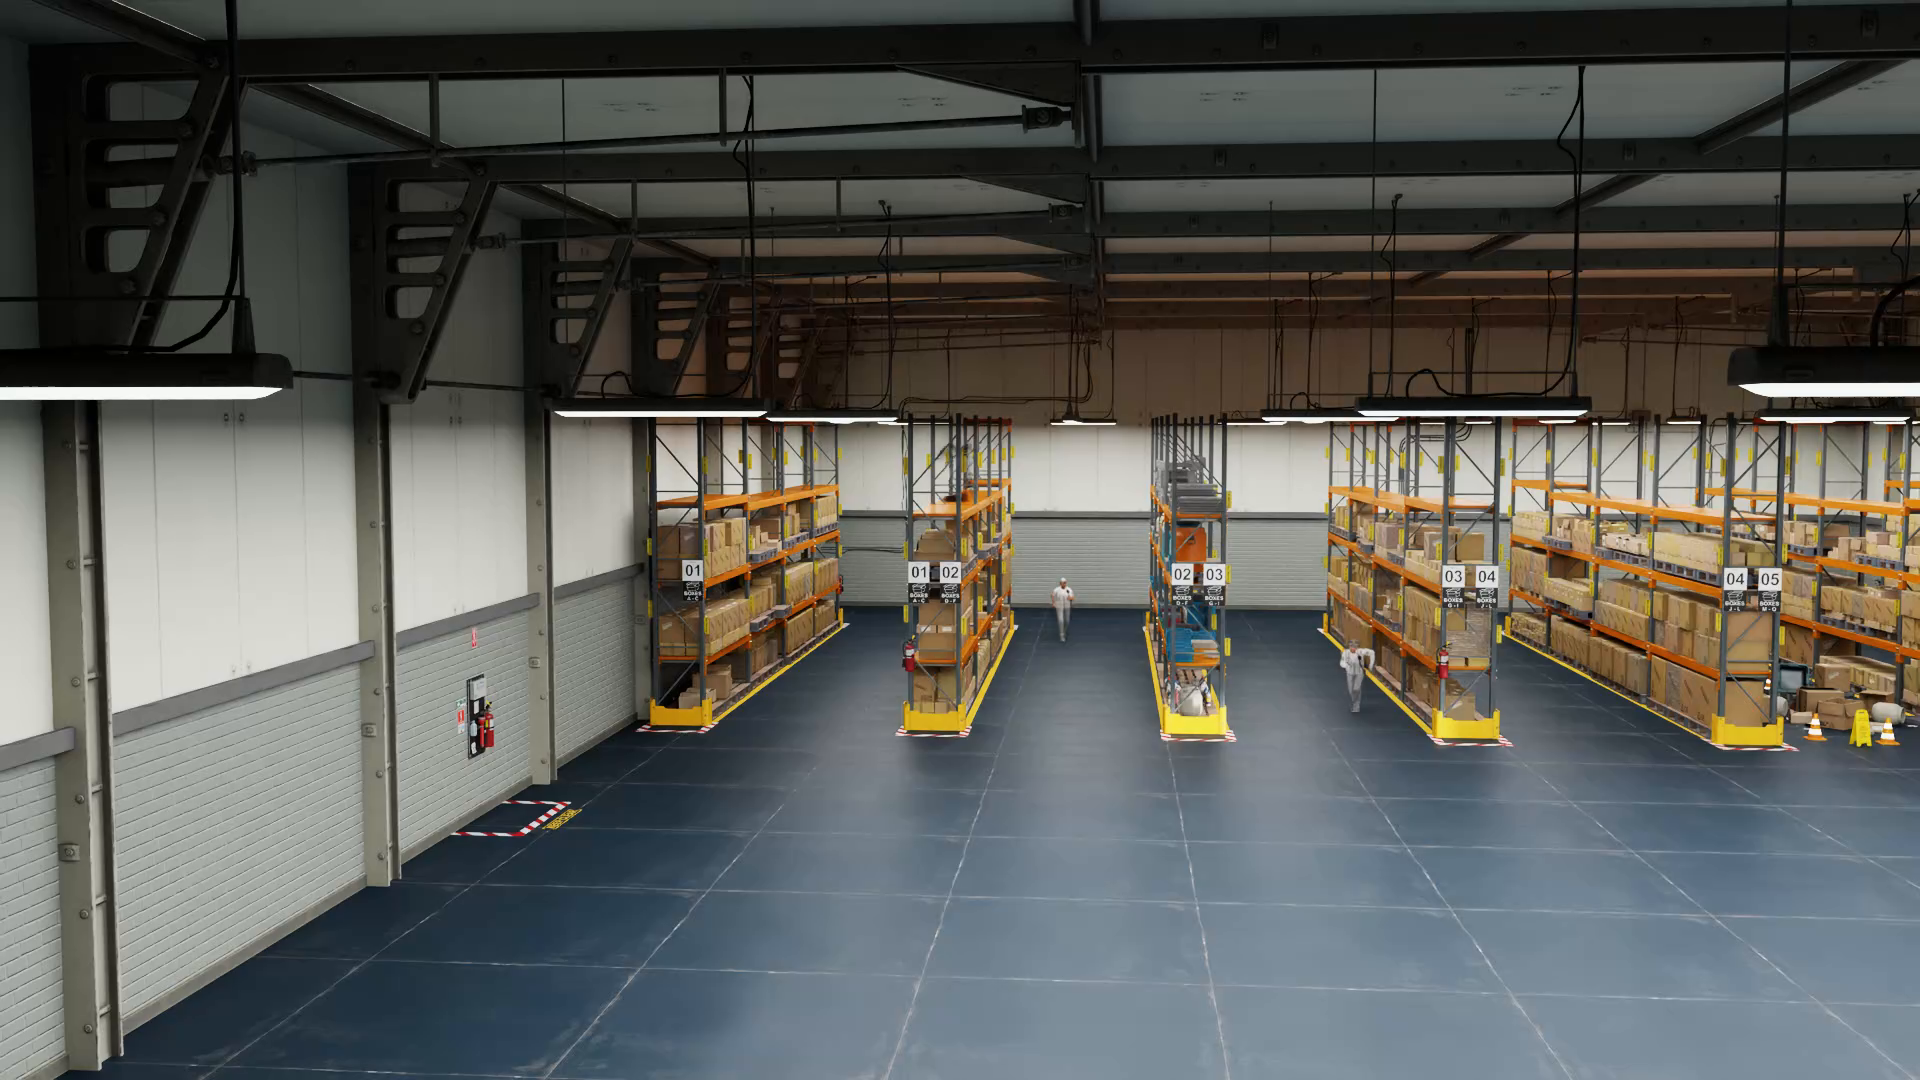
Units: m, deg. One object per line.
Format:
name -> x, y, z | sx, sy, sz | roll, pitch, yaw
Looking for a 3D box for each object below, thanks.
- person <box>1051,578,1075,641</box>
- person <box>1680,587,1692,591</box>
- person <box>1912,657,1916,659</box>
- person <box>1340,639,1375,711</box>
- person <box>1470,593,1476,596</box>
person -> 2.785, 1.854, 44.881 | 0.603, 1.659, 0.940 | -1, 4, -8
person -> 20.620, 1.710, 46.850 | 0.661, 1.754, 0.702 | 1, 4, 18
person -> 21.651, 2.361, 37.234 | 0.713, 1.779, 1.125 | 0, 4, -3
person -> 7.961, 2.715, 33.318 | 0.650, 1.508, 0.868 | 2, 4, 23
person -> 13.845, 1.892, 44.783 | 0.689, 1.742, 0.852 | 1, 4, 16
